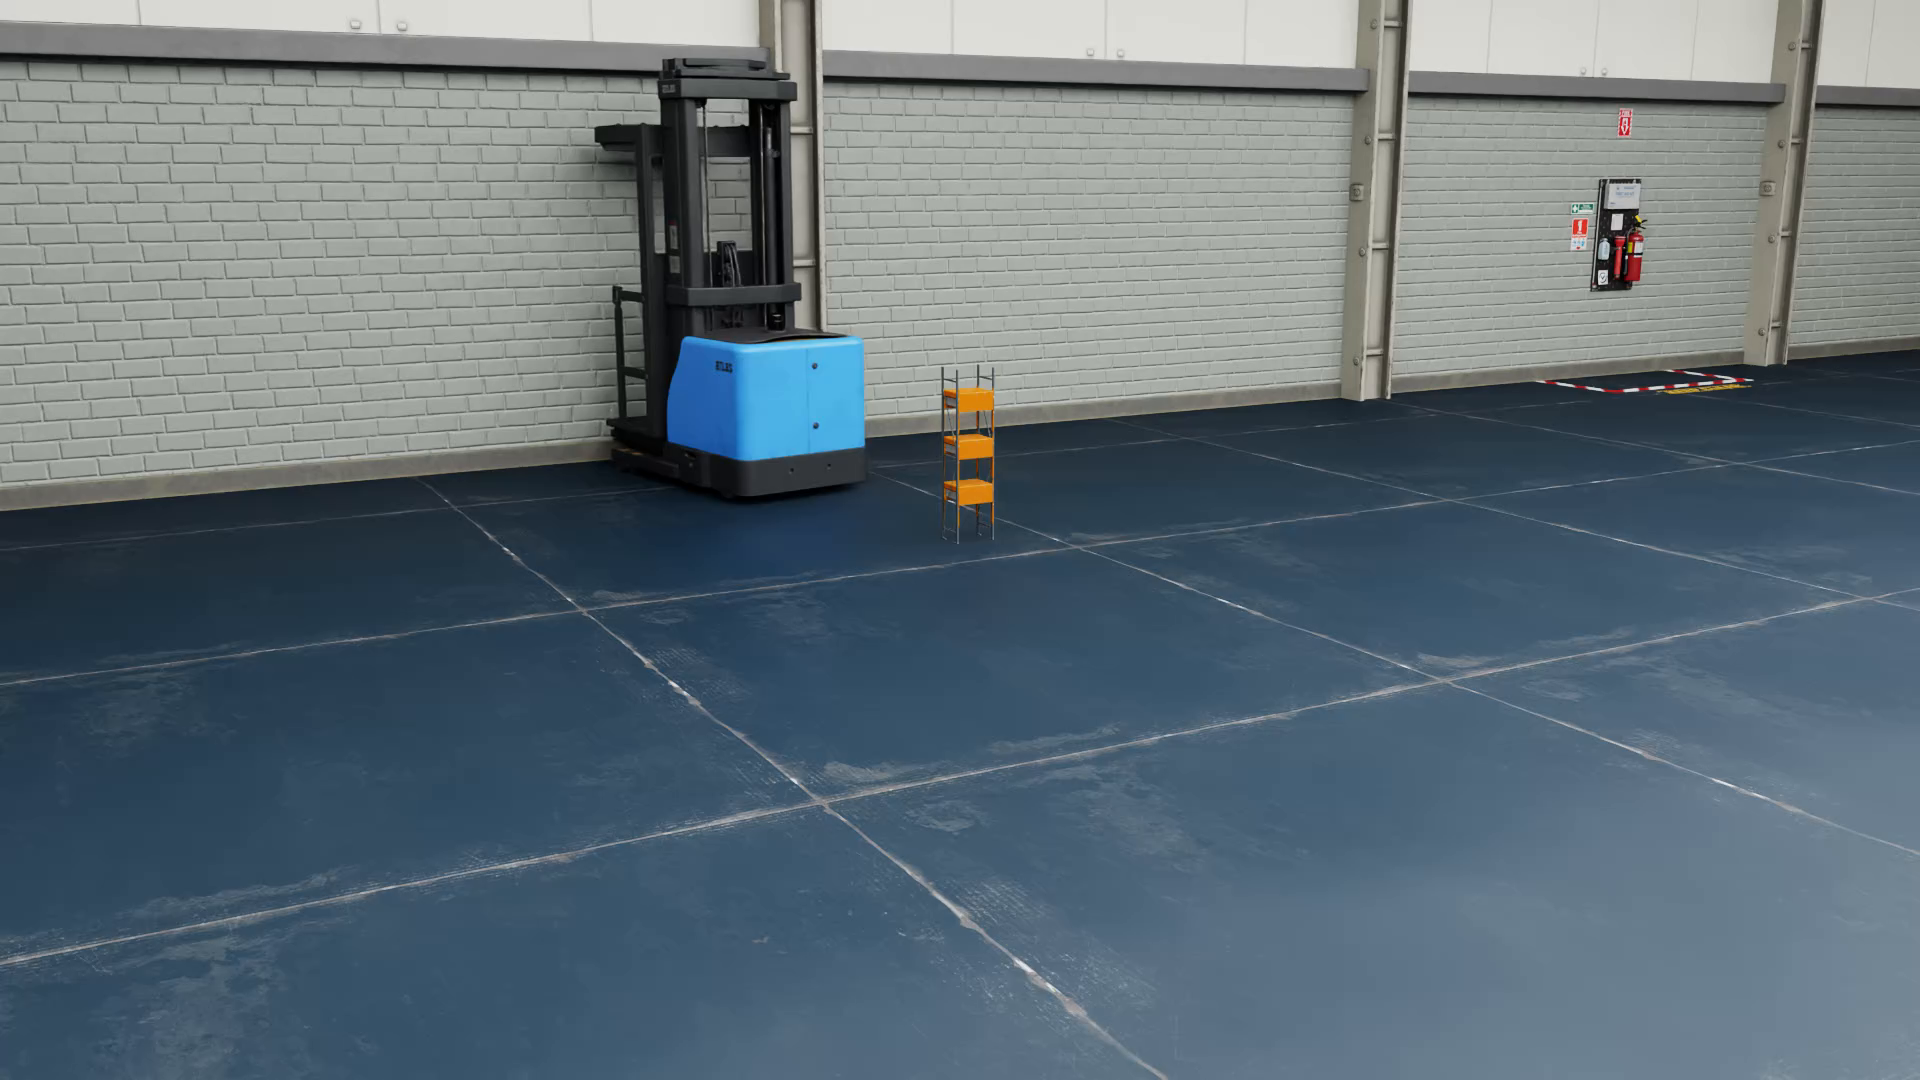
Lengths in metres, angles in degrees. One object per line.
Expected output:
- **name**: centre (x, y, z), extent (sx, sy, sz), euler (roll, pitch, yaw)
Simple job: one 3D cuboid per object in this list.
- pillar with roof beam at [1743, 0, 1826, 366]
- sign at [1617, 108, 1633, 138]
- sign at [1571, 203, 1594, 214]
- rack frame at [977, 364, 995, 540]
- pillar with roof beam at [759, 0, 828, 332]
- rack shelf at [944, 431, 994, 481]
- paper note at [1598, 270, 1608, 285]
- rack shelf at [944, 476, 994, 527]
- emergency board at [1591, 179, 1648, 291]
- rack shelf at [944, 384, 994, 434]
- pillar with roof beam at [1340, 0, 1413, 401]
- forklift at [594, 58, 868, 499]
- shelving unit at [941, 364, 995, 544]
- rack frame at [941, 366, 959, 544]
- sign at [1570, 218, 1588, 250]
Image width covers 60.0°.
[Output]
- **pillar with roof beam**: centre (11.295, -5.584, 14.425), extent (0.400, 9.000, 9.100), euler (-7, 14, -28)
- **sign**: centre (6.990, -4.383, 17.475), extent (0.199, 0.298, 0.001), euler (-7, 14, -28)
- **sign**: centre (6.518, -3.471, 17.410), extent (0.331, 0.109, 0.001), euler (-7, 14, -28)
- **rack frame**: centre (0.154, -0.531, 10.076), extent (0.008, 1.050, 0.200), euler (-7, 14, -28)
- **pillar with roof beam**: centre (0.762, -4.321, 8.816), extent (0.400, 9.000, 9.100), euler (-7, 14, -28)
- **rack shelf**: centre (0.047, -0.507, 10.021), extent (0.240, 0.259, 0.215), euler (-7, 14, -28)
- **paper note**: centre (6.856, -2.799, 17.721), extent (0.142, 0.148, 0.016), euler (-7, 14, -28)
- **rack shelf**: centre (0.047, -0.236, 10.082), extent (0.240, 0.259, 0.215), euler (-7, 14, -28)
- **emergency board**: centre (7.044, -3.234, 17.648), extent (0.643, 1.169, 0.194), euler (-7, 14, -28)
- **rack shelf**: centre (0.047, -0.784, 9.959), extent (0.240, 0.259, 0.215), euler (-7, 14, -28)
- **pillar with roof beam**: centre (6.028, -4.953, 11.620), extent (0.400, 9.000, 9.100), euler (-7, 14, -28)
- **forklift**: centre (-1.947, -1.973, 12.200), extent (1.130, 2.935, 3.031), euler (-10, 16, -37)
- **shelving unit**: centre (0.047, -0.518, 10.019), extent (0.252, 1.050, 0.215), euler (-7, 14, -28)
- **rack frame**: centre (-0.060, -0.505, 9.962), extent (0.008, 1.050, 0.200), euler (-7, 14, -28)
- **sign**: centre (6.510, -3.213, 17.474), extent (0.234, 0.329, 0.001), euler (-7, 14, -28)
